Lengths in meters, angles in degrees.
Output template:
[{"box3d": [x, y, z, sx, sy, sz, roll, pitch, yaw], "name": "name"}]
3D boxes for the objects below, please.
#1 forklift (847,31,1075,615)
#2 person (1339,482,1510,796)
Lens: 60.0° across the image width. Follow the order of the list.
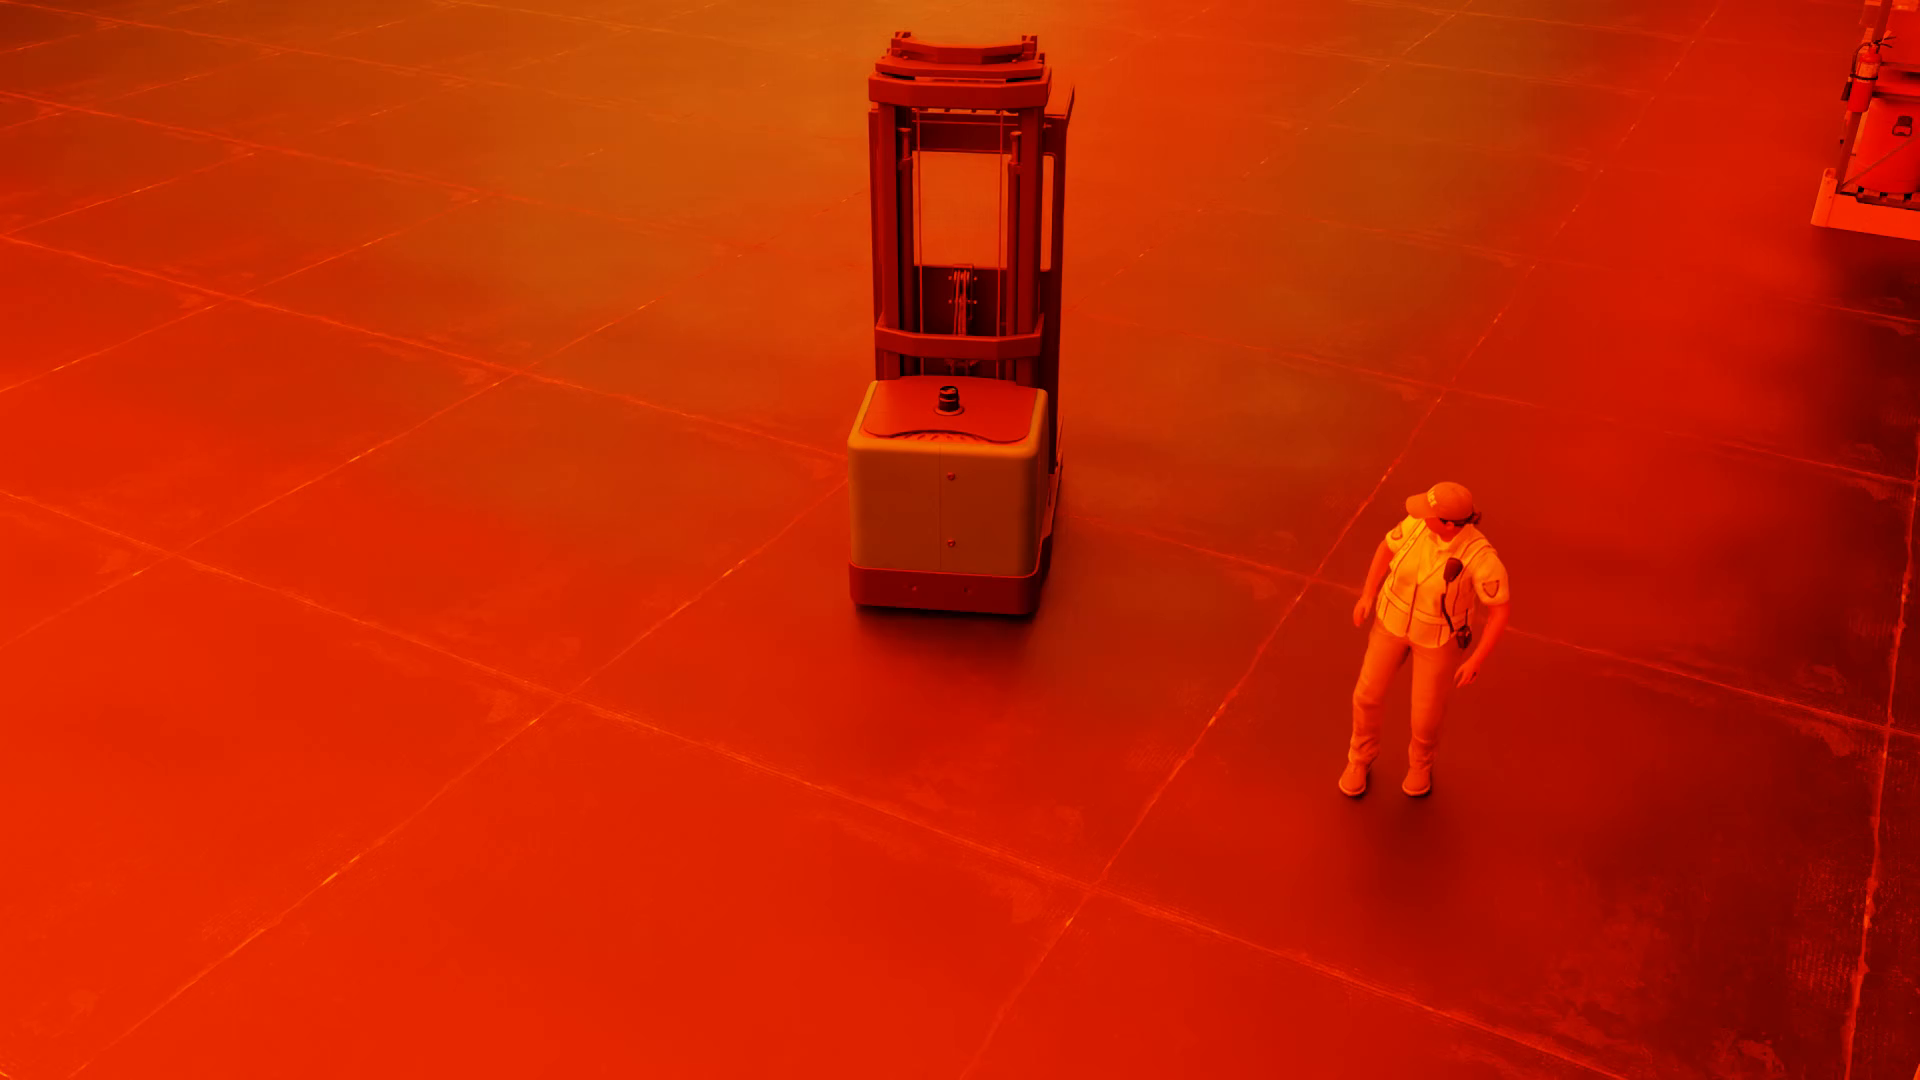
[{"box3d": [0.072, -1.572, 9.794, 1.130, 2.935, 3.031, 3, 30, 6], "name": "forklift"}, {"box3d": [2.118, 0.459, 7.577, 0.673, 1.641, 0.512, 20, 36, 31], "name": "person"}]
